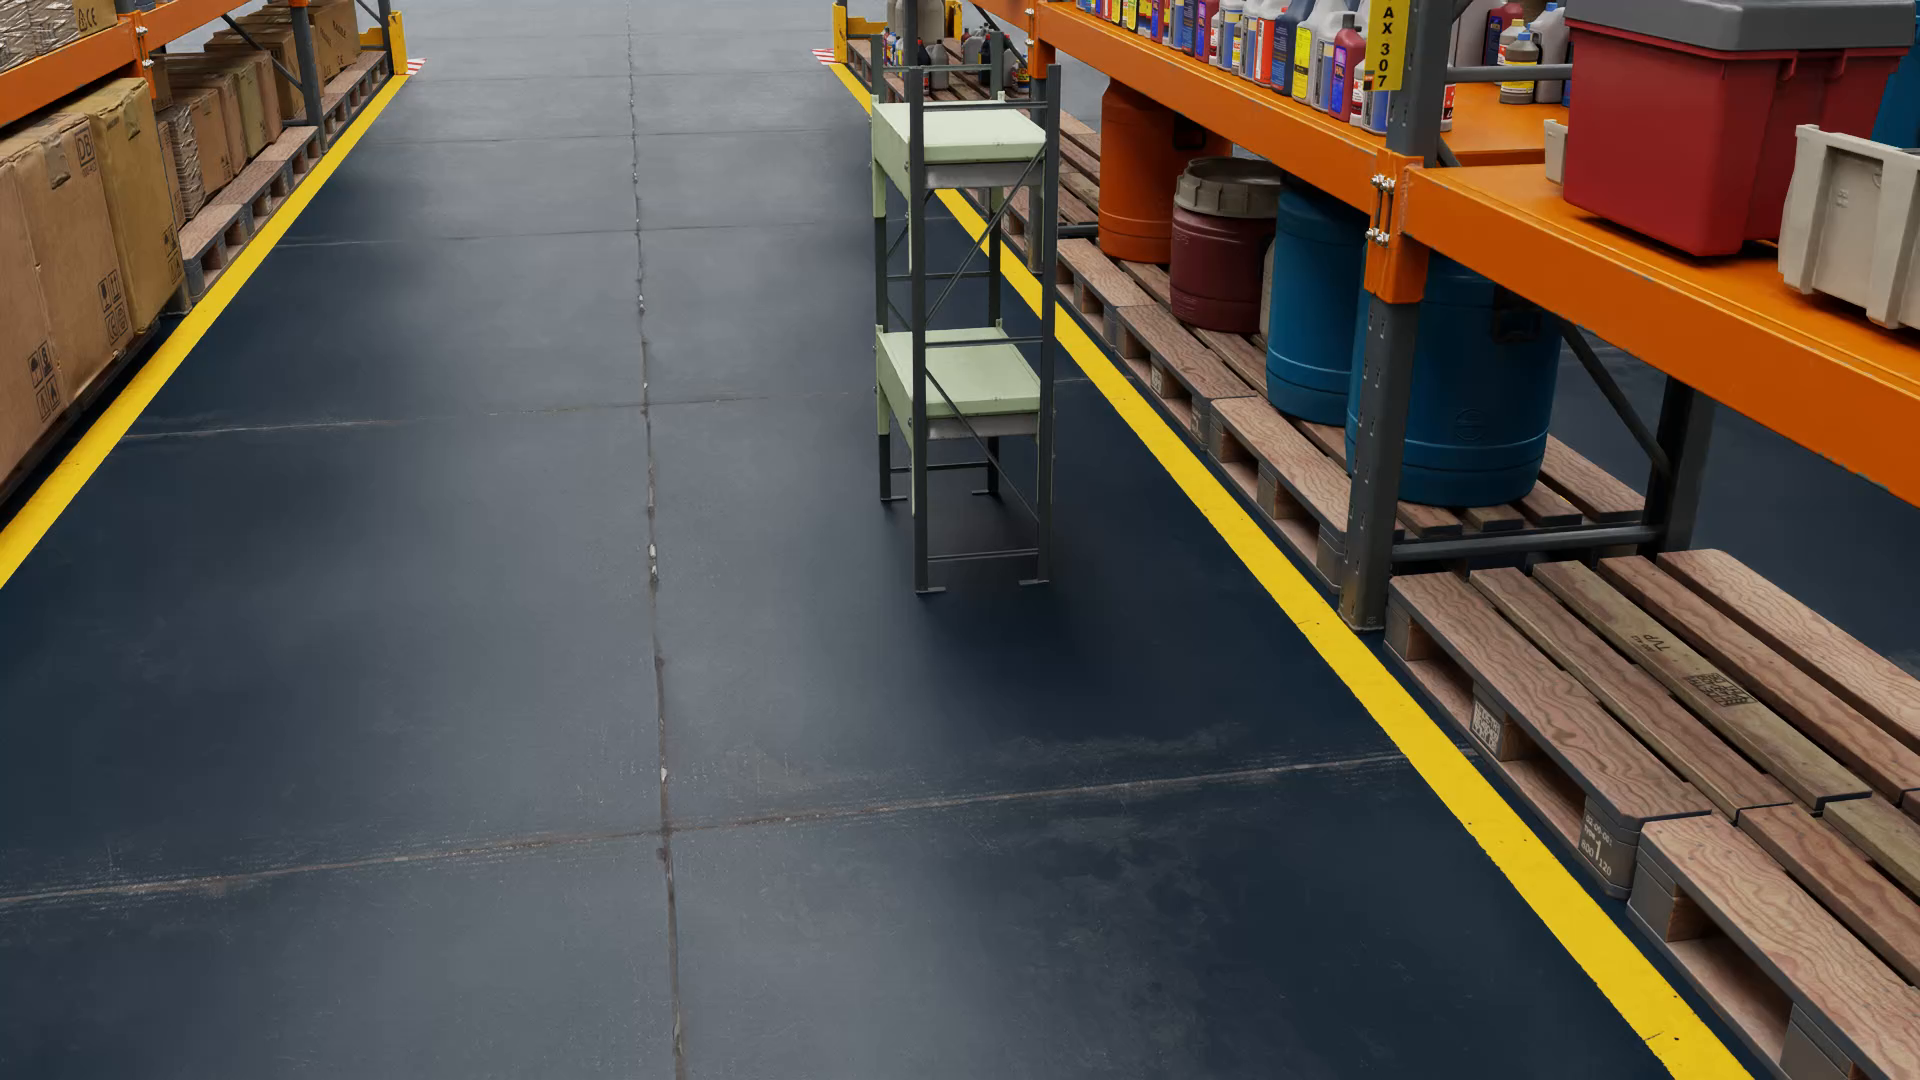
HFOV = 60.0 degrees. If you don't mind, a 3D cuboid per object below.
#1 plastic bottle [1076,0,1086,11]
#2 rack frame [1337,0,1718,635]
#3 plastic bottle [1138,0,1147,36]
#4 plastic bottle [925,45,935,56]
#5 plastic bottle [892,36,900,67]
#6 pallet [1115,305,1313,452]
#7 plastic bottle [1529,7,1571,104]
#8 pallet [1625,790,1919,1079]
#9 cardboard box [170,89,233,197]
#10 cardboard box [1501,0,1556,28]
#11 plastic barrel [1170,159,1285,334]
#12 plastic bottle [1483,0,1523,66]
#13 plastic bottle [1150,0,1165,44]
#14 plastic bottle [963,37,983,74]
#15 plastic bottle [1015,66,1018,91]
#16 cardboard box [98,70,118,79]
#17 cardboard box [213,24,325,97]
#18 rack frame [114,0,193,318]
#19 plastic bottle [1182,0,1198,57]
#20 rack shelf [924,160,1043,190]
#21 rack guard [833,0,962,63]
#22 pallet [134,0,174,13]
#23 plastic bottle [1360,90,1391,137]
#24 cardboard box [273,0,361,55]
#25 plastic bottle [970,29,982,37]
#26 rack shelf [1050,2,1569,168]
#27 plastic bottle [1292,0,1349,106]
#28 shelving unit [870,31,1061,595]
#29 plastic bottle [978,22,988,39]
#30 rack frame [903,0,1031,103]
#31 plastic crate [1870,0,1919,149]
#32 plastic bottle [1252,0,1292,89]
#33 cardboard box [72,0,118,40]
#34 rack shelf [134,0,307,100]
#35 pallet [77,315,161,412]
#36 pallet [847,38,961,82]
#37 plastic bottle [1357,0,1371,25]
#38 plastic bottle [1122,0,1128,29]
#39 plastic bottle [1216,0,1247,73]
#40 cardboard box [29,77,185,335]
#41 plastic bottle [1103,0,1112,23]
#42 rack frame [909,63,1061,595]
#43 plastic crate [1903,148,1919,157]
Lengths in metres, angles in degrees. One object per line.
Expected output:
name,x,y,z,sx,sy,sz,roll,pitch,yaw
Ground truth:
plastic bottle,0.604,-2.494,7.367,0.152,0.276,0.135,-4,24,-10
rack frame,1.581,-1.171,4.184,1.000,3.000,0.127,-4,24,-10
plastic bottle,0.751,-2.119,6.514,0.097,0.271,0.097,0,24,0
plastic bottle,-0.195,-3.600,12.598,0.152,0.276,0.135,-4,24,-10
plastic bottle,-0.490,-3.853,13.182,0.097,0.271,0.097,0,24,0
pallet,1.250,-0.681,6.545,1.003,0.211,1.213,-4,24,-10
plastic bottle,1.802,-1.469,5.020,0.152,0.276,0.135,-4,24,-10
pallet,1.984,0.874,2.985,1.003,0.211,1.213,-4,24,-10
cardboard box,-4.397,-2.136,8.966,0.700,0.500,0.500,-2,24,-5
cardboard box,4.589,-4.323,13.374,0.500,0.500,0.500,-4,24,-10
plastic barrel,1.157,-1.197,6.730,0.600,0.588,0.708,-4,24,-10
plastic bottle,1.768,-1.643,5.410,0.061,0.283,0.133,-4,24,-10
plastic bottle,0.772,-2.039,6.317,0.061,0.283,0.133,-4,24,-10
plastic bottle,0.106,-3.840,13.148,0.152,0.276,0.135,-4,24,-10
plastic bottle,0.455,-3.435,12.314,0.097,0.201,0.097,0,24,0
cardboard box,-4.180,-2.039,7.808,0.500,0.250,0.500,-3,24,-8
cardboard box,-4.914,-3.383,11.847,0.500,0.500,0.500,3,24,7
rack frame,-4.026,-2.378,6.947,1.000,3.000,0.127,-4,24,-10
plastic bottle,0.886,-1.919,5.958,0.144,0.351,0.185,-4,24,-10
rack shelf,-0.001,-1.113,4.771,0.332,0.071,0.664,-4,24,-10
rack guard,-0.578,-4.719,15.431,1.175,0.500,0.348,-4,24,-10
pallet,-4.263,-2.563,7.609,1.213,0.211,1.003,-4,24,-10
plastic bottle,1.190,-1.246,4.509,0.152,0.276,0.135,-4,24,-10
cardboard box,-5.407,-4.325,14.003,0.500,0.500,0.500,0,24,0
plastic bottle,0.152,-4.054,13.637,0.152,0.276,0.135,-4,24,-9
rack shelf,1.211,-1.718,6.090,0.919,0.124,3.809,-4,24,-10
plastic bottle,1.089,-1.486,4.966,0.144,0.351,0.185,-4,24,-10
shelving unit,-0.001,-0.690,4.956,0.431,1.500,0.755,-4,24,-10
plastic bottle,0.212,-3.968,13.349,0.144,0.351,0.185,-3,24,-8
rack frame,0.102,-4.318,11.389,1.000,3.000,0.127,-4,24,-10
plastic crate,2.002,-1.033,3.813,0.392,0.384,0.575,-4,24,-10
plastic bottle,1.030,-1.588,5.292,0.152,0.276,0.135,-4,24,-10
cardboard box,-3.691,-2.248,6.525,0.500,0.500,0.500,-4,24,-8
rack shelf,-4.396,-2.835,8.892,1.077,0.370,4.000,-4,24,-10
pallet,-3.955,-0.784,6.782,1.003,0.211,1.213,-4,24,-10
pallet,-0.433,-4.267,14.756,1.003,0.211,1.213,-4,24,-10
plastic bottle,1.231,-1.497,4.991,0.144,0.351,0.185,-4,24,-10
plastic bottle,0.708,-2.177,6.736,0.097,0.201,0.097,0,24,0
plastic bottle,0.962,-1.732,5.622,0.152,0.276,0.135,-4,24,-10
cardboard box,-3.919,-1.324,6.663,1.225,0.875,0.875,-5,24,-12
plastic bottle,0.689,-2.312,6.950,0.152,0.276,0.135,-4,24,-10
rack frame,0.066,-0.546,4.626,0.400,1.500,0.023,-4,24,-10
plastic crate,6.597,-1.958,5.624,10.364,0.629,4.185,-4,24,-10
